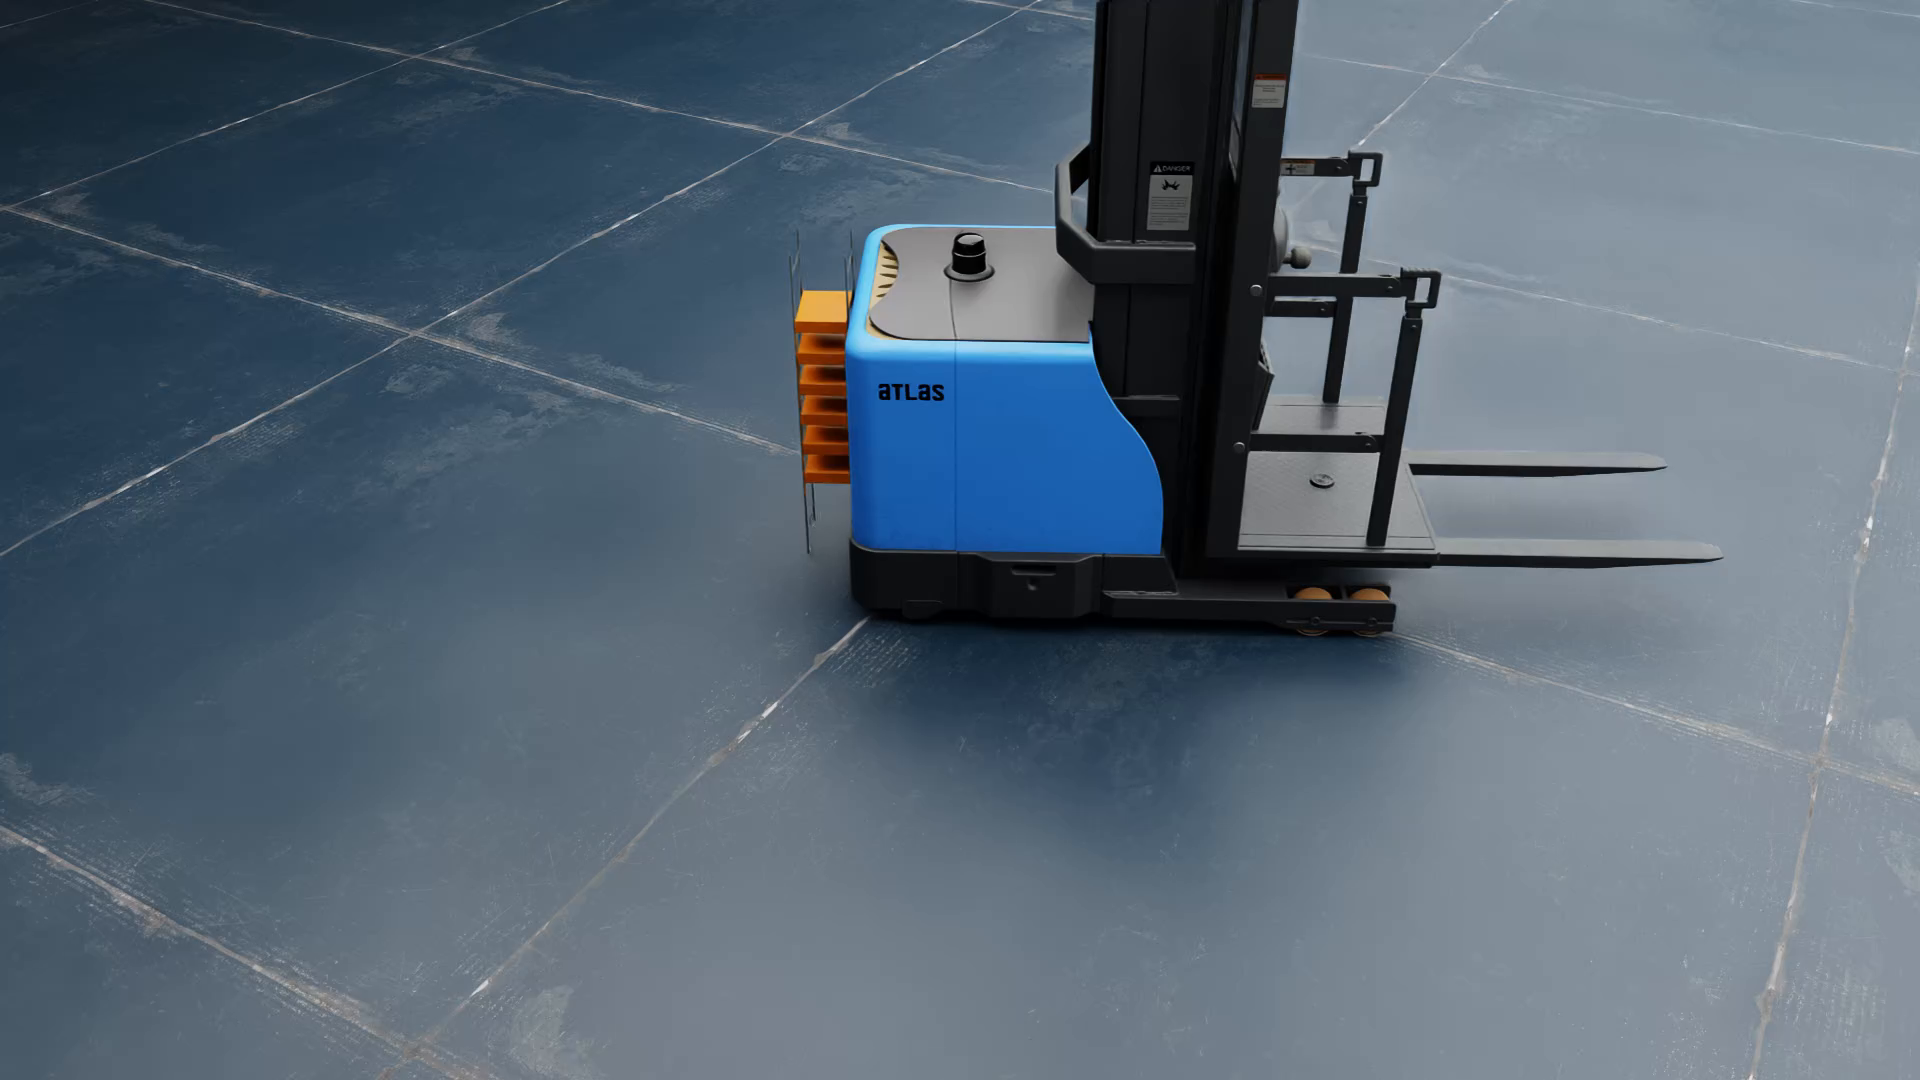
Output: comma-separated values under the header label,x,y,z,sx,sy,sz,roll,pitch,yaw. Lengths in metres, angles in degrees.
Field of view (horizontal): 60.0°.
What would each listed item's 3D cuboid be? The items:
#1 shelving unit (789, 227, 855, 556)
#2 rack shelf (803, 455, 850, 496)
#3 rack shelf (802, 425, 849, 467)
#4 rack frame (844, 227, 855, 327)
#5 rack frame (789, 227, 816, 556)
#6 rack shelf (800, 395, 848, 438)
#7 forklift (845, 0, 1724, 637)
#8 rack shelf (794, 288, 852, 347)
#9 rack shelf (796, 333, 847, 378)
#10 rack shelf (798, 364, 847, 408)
label,x,y,z,sx,sy,sz,roll,pitch,yaw
shelving unit,-0.467,-0.507,5.928,0.189,1.200,0.258,1,34,2
rack shelf,-0.467,-0.270,6.086,0.180,0.103,0.258,1,34,2
rack shelf,-0.467,-0.370,6.019,0.180,0.103,0.258,1,34,2
rack frame,-0.376,-0.505,5.926,0.006,1.200,0.240,1,34,2
rack frame,-0.559,-0.508,5.931,0.006,1.200,0.240,1,34,2
rack shelf,-0.467,-0.470,5.953,0.180,0.103,0.258,1,34,2
forklift,1.146,-1.186,5.387,3.031,2.935,1.130,1,34,2
rack shelf,-0.467,-0.769,5.753,0.180,0.103,0.258,1,34,2
rack shelf,-0.467,-0.669,5.820,0.180,0.103,0.258,1,34,2
rack shelf,-0.467,-0.569,5.886,0.180,0.103,0.258,1,34,2
